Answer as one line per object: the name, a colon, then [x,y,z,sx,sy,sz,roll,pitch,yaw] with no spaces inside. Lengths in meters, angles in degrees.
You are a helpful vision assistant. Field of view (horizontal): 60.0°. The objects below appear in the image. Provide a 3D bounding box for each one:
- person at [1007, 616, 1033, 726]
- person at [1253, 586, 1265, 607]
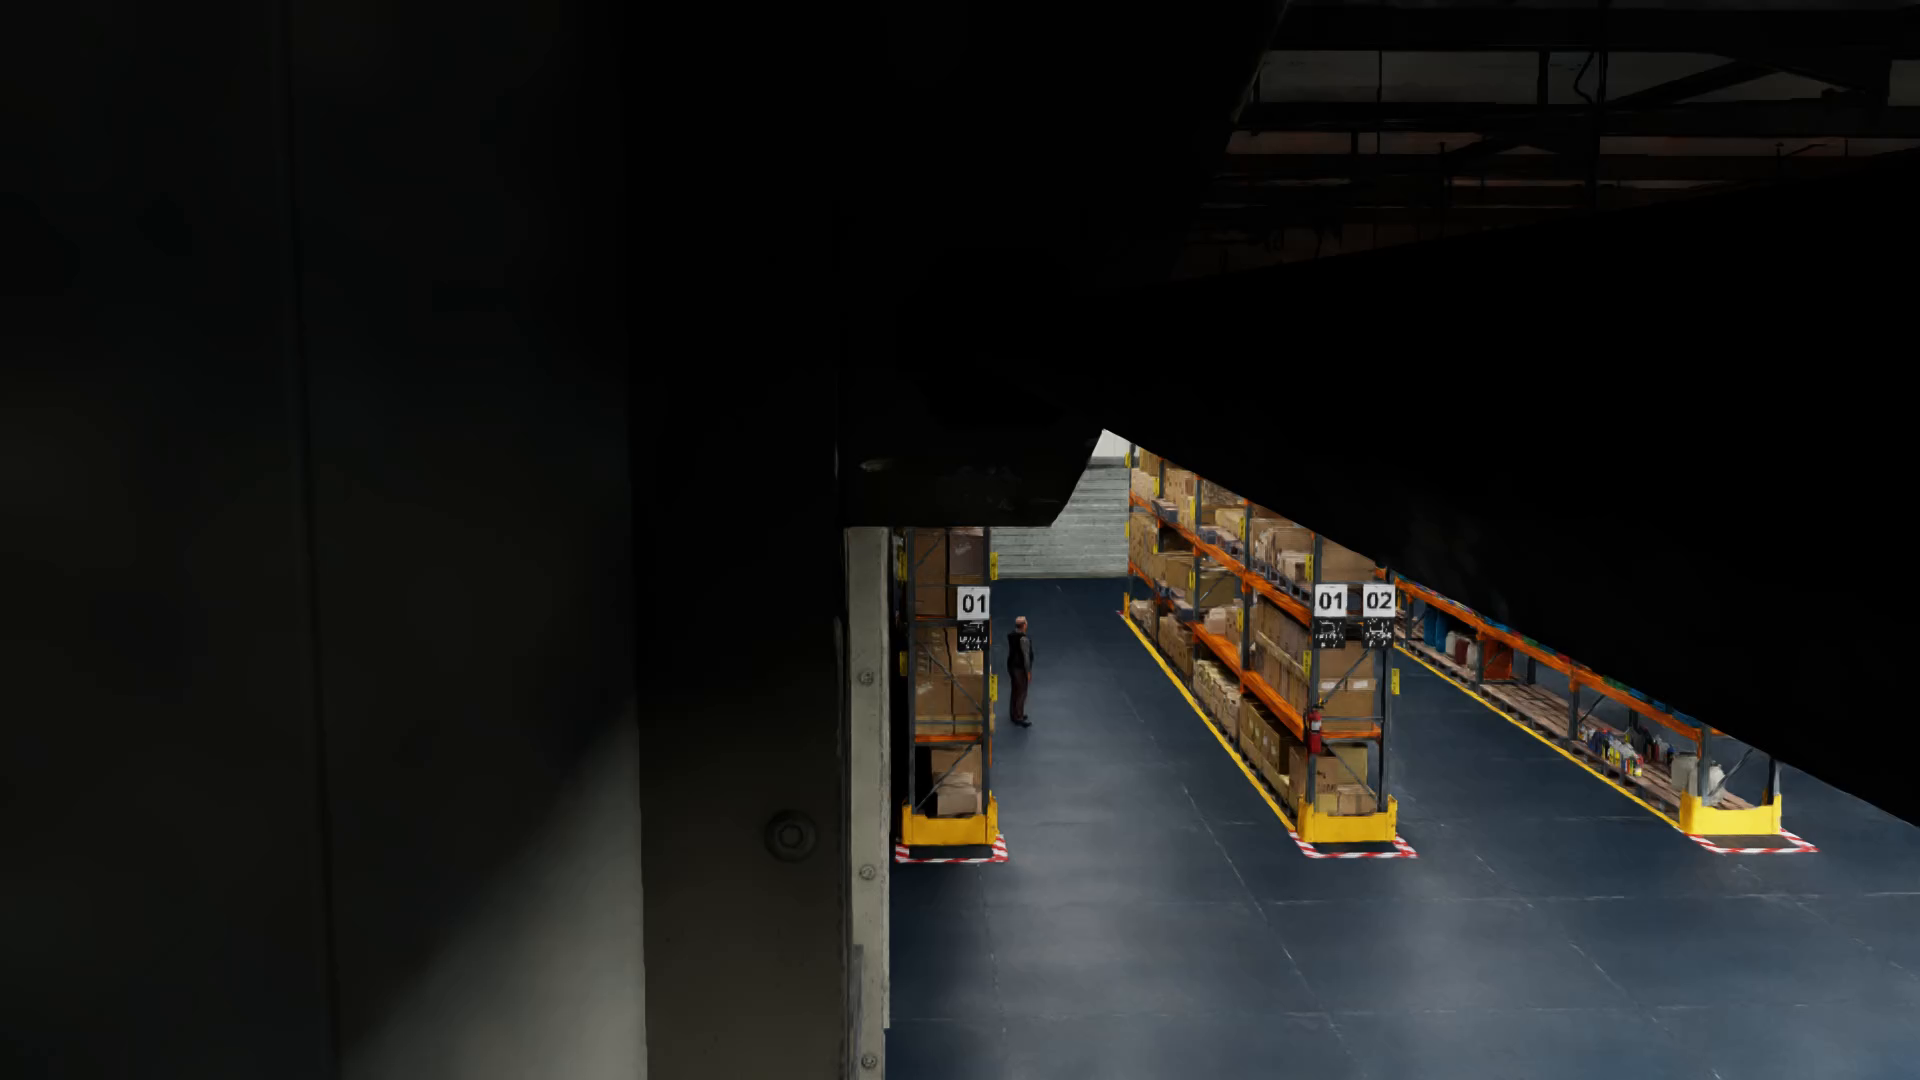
person: [0.977,2.064,26.546,0.405,1.727,0.615,-3,8,-25]
person: [5.900,1.242,32.699,0.395,1.782,0.652,-2,8,-15]
